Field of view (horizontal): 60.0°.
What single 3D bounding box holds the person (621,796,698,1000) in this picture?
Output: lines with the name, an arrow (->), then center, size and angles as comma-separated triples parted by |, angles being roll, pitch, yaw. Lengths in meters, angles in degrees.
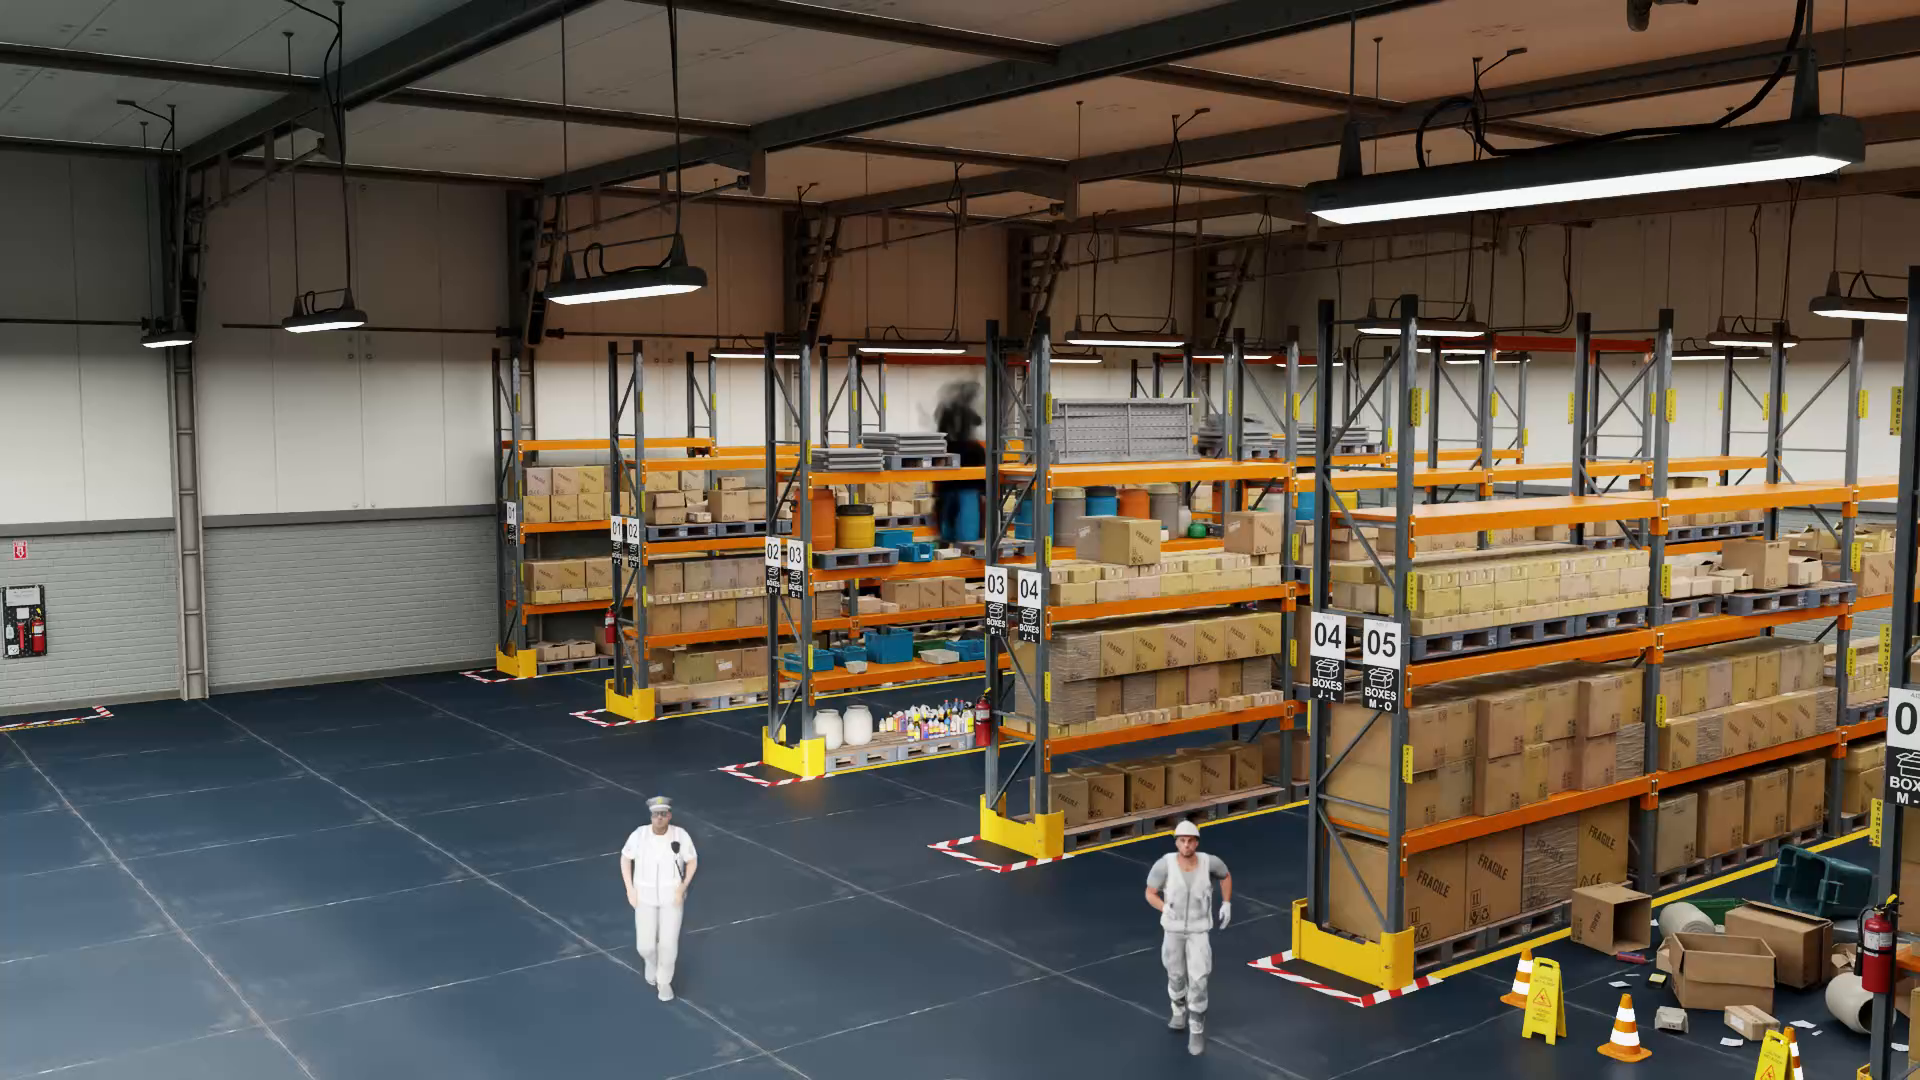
person -> -2.585, 3.045, 14.293 | 0.658, 1.747, 0.548 | -1, 5, -7

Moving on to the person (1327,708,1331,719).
person -> 5.703, 2.073, 25.582 | 0.622, 1.705, 0.645 | 5, 7, 42

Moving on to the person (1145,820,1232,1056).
person -> 1.807, 3.130, 13.174 | 0.679, 1.849, 0.770 | 1, 5, 9

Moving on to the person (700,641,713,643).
person -> -4.407, 1.744, 29.718 | 0.603, 1.648, 0.593 | 4, 7, 41
